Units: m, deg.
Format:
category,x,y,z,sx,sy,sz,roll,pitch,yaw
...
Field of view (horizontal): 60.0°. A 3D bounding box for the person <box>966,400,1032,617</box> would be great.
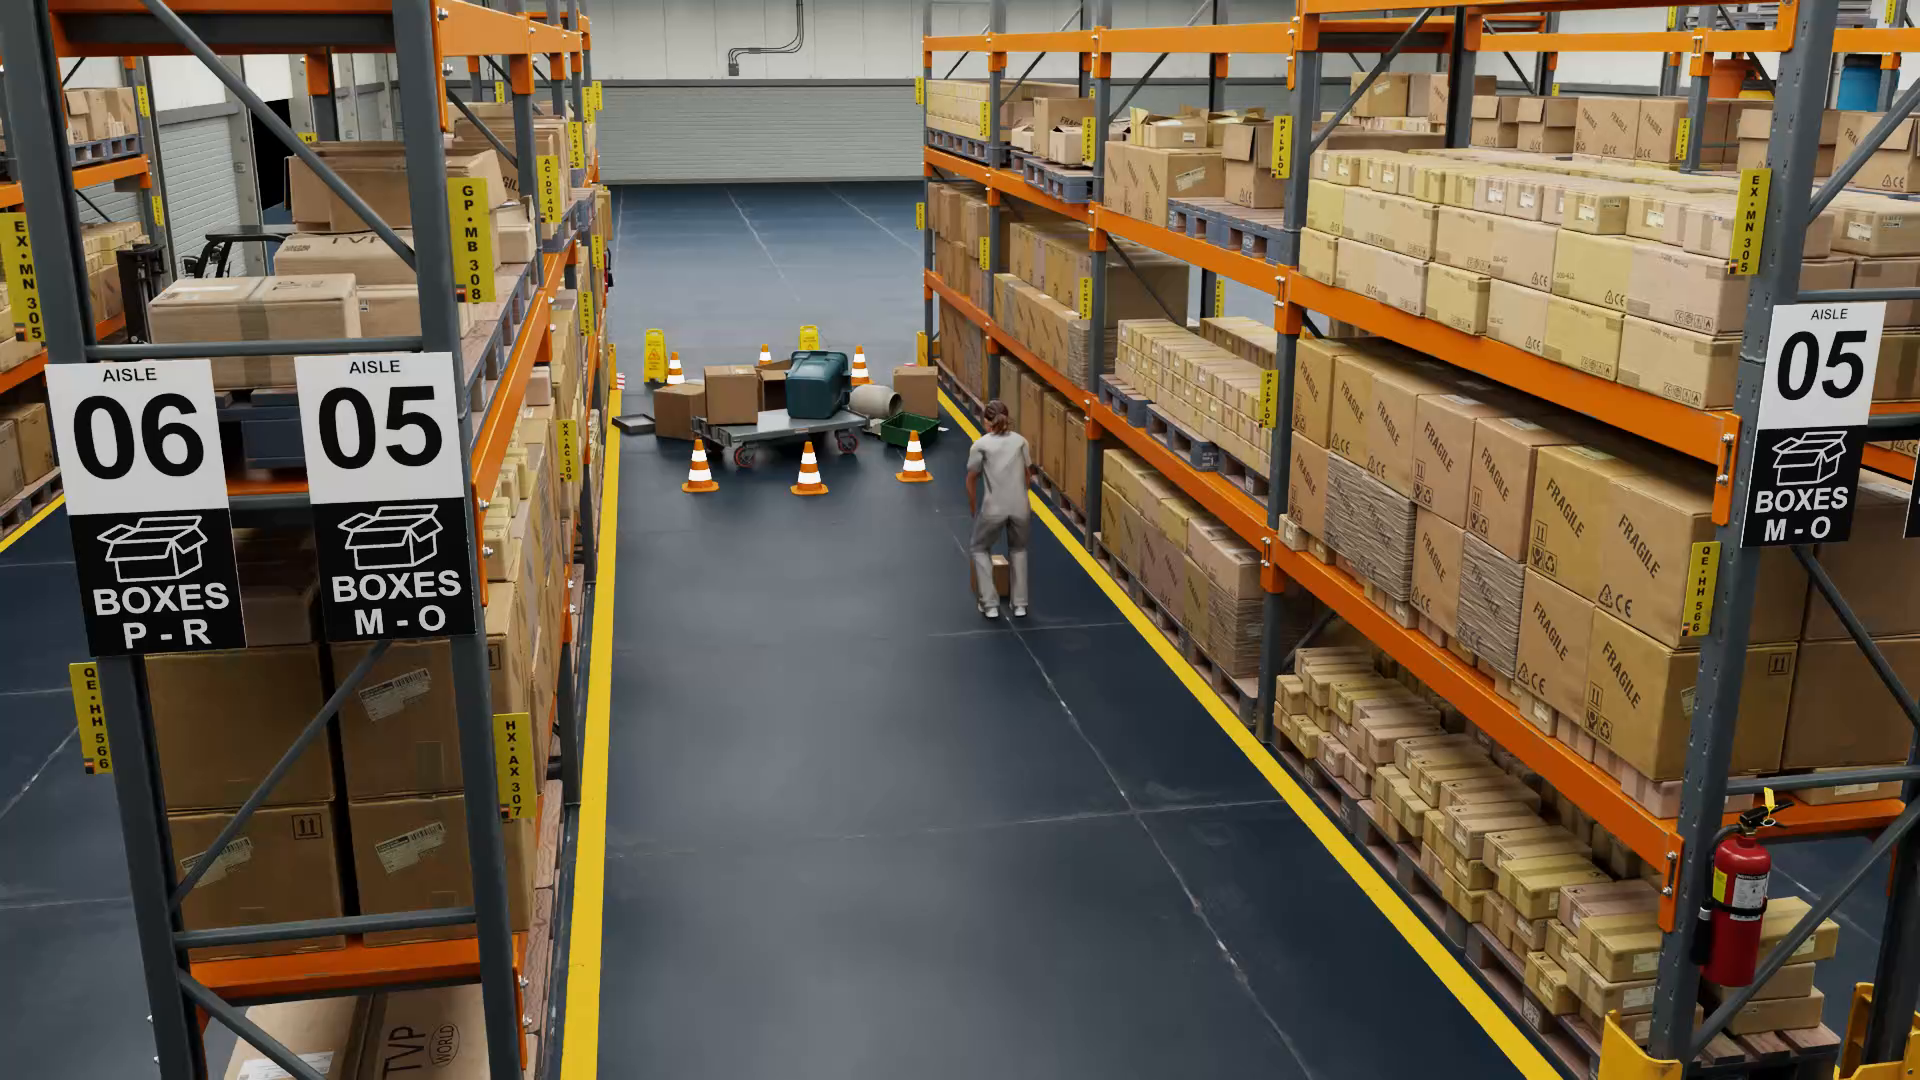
category,x,y,z,sx,sy,sz,roll,pitch,yaw
person,0.281,-0.219,12.011,0.478,1.556,0.489,-3,17,-9
